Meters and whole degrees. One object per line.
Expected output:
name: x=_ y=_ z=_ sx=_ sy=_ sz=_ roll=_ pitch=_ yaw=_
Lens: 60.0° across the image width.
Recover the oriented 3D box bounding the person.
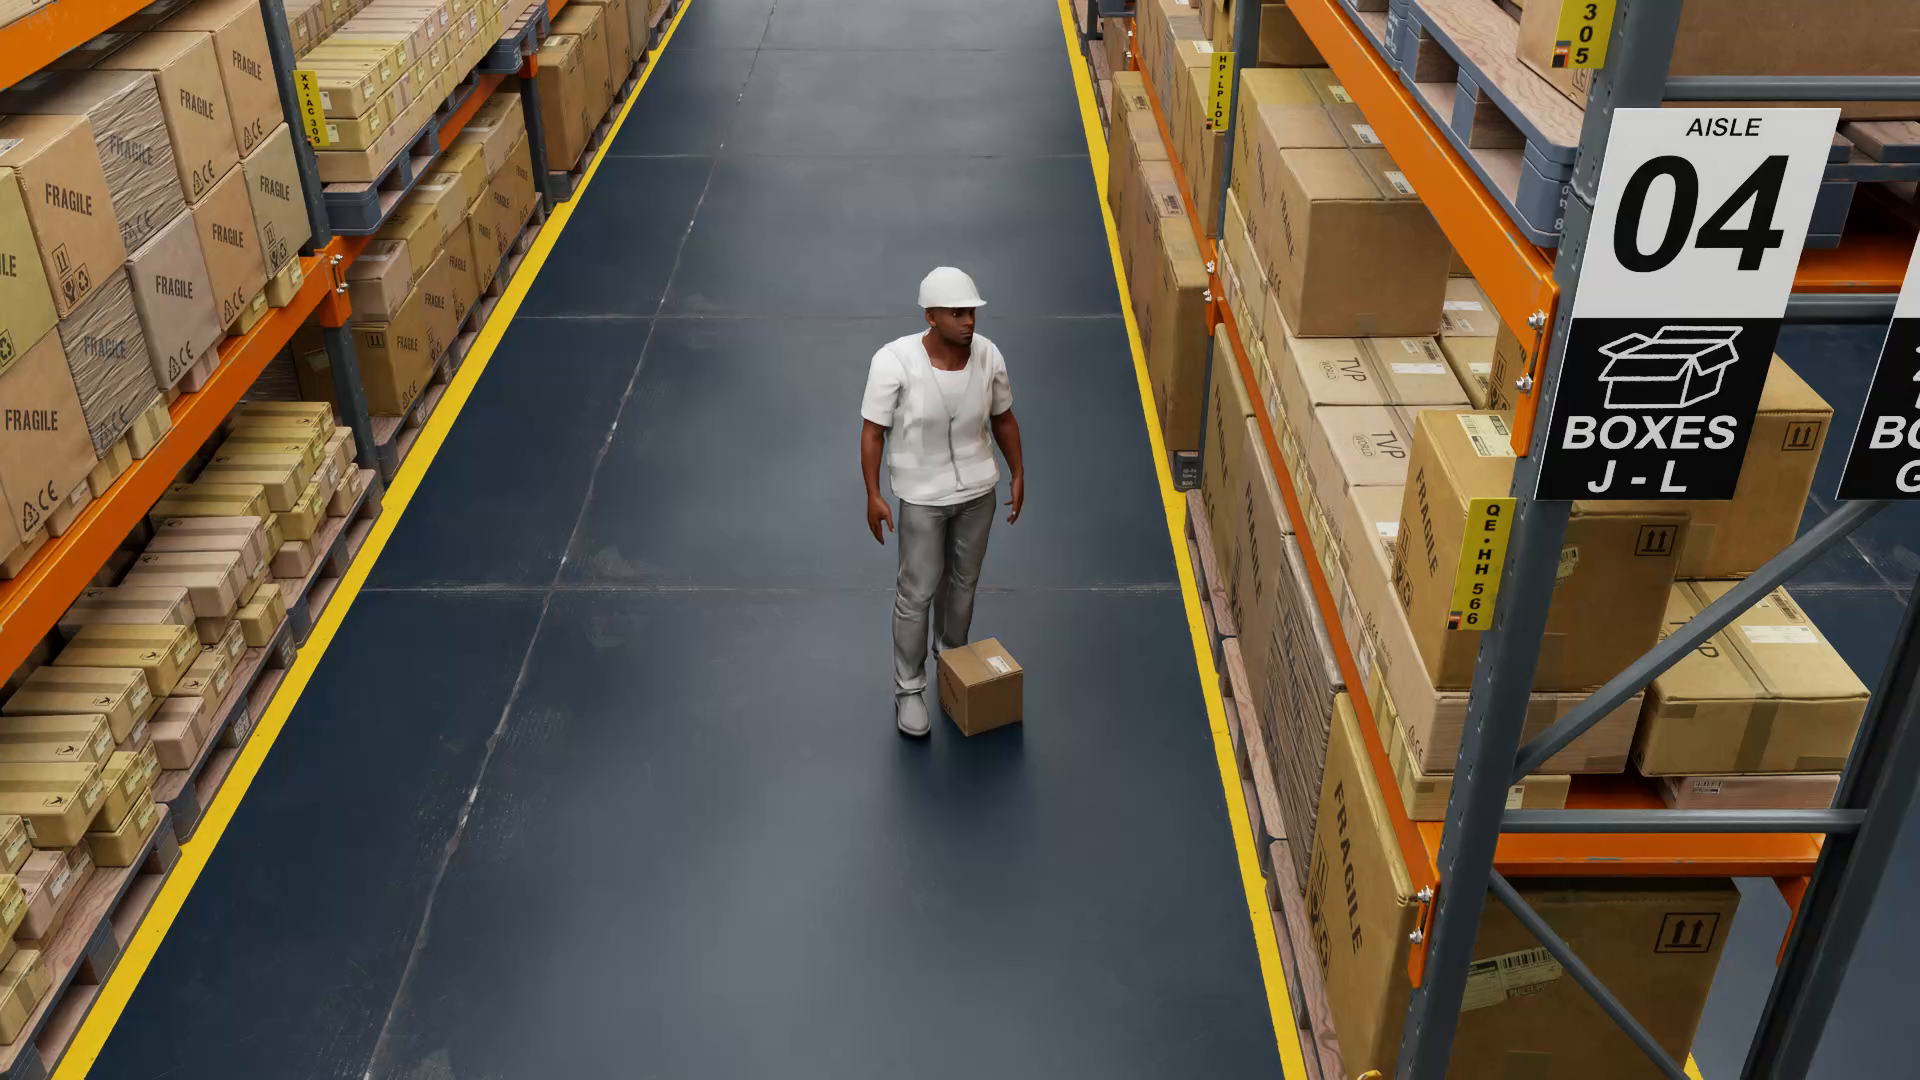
person: x=-0.030 y=-0.159 z=6.355 sx=0.665 sy=1.767 sz=0.576 roll=-13 pitch=34 yaw=-21
